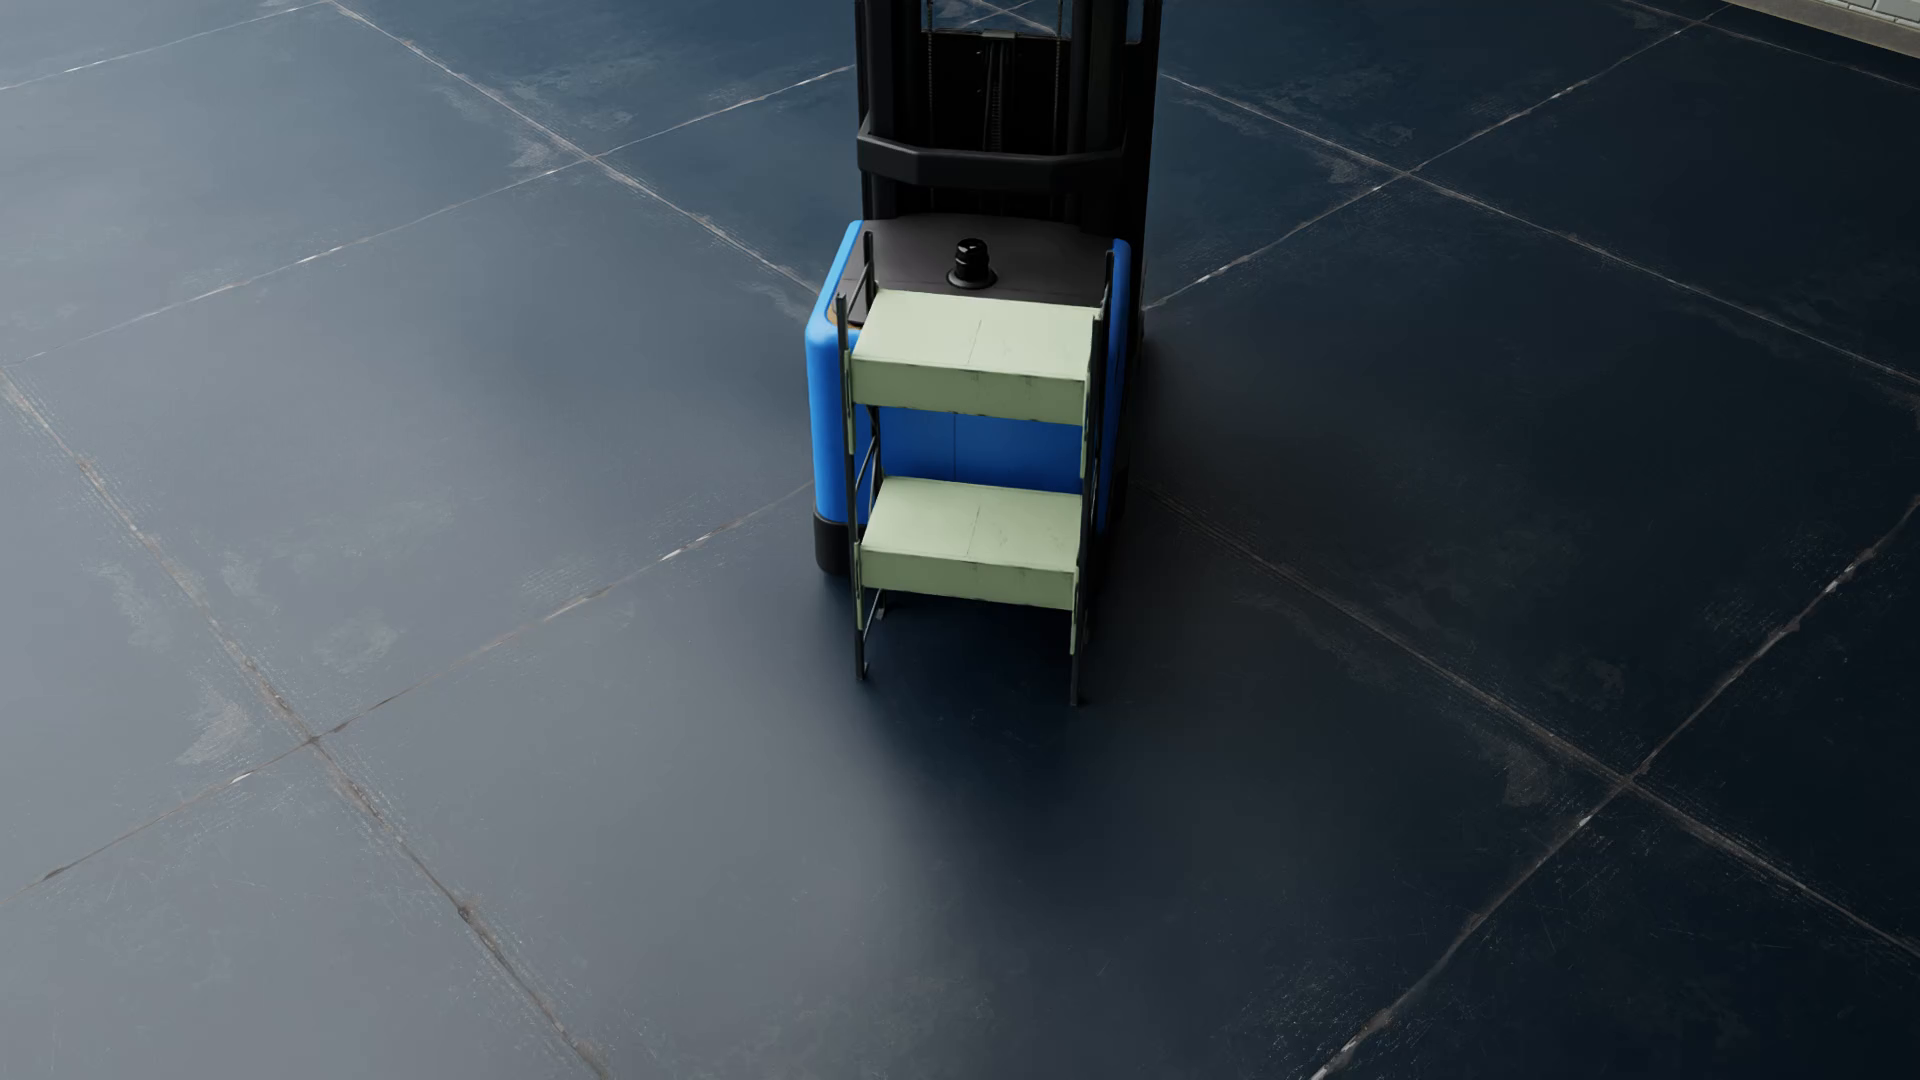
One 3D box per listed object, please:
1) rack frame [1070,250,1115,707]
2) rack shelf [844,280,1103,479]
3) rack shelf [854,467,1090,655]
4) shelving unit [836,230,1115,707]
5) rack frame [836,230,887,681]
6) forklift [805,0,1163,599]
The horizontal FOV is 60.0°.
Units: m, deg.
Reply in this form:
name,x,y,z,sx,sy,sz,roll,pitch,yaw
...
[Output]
name,x,y,z,sx,sy,sz,roll,pitch,yaw
rack frame,0.413,-0.150,5.242,0.023,1.500,0.400,6,39,8
rack shelf,0.052,-0.492,5.045,0.720,0.370,0.431,6,39,8
rack shelf,0.052,0.065,5.495,0.720,0.370,0.431,6,39,8
shelving unit,0.052,-0.189,5.290,0.755,1.500,0.431,6,39,8
rack frame,-0.308,-0.228,5.338,0.023,1.500,0.400,6,39,8
forklift,0.205,-1.855,6.214,1.130,2.935,3.031,5,39,7
